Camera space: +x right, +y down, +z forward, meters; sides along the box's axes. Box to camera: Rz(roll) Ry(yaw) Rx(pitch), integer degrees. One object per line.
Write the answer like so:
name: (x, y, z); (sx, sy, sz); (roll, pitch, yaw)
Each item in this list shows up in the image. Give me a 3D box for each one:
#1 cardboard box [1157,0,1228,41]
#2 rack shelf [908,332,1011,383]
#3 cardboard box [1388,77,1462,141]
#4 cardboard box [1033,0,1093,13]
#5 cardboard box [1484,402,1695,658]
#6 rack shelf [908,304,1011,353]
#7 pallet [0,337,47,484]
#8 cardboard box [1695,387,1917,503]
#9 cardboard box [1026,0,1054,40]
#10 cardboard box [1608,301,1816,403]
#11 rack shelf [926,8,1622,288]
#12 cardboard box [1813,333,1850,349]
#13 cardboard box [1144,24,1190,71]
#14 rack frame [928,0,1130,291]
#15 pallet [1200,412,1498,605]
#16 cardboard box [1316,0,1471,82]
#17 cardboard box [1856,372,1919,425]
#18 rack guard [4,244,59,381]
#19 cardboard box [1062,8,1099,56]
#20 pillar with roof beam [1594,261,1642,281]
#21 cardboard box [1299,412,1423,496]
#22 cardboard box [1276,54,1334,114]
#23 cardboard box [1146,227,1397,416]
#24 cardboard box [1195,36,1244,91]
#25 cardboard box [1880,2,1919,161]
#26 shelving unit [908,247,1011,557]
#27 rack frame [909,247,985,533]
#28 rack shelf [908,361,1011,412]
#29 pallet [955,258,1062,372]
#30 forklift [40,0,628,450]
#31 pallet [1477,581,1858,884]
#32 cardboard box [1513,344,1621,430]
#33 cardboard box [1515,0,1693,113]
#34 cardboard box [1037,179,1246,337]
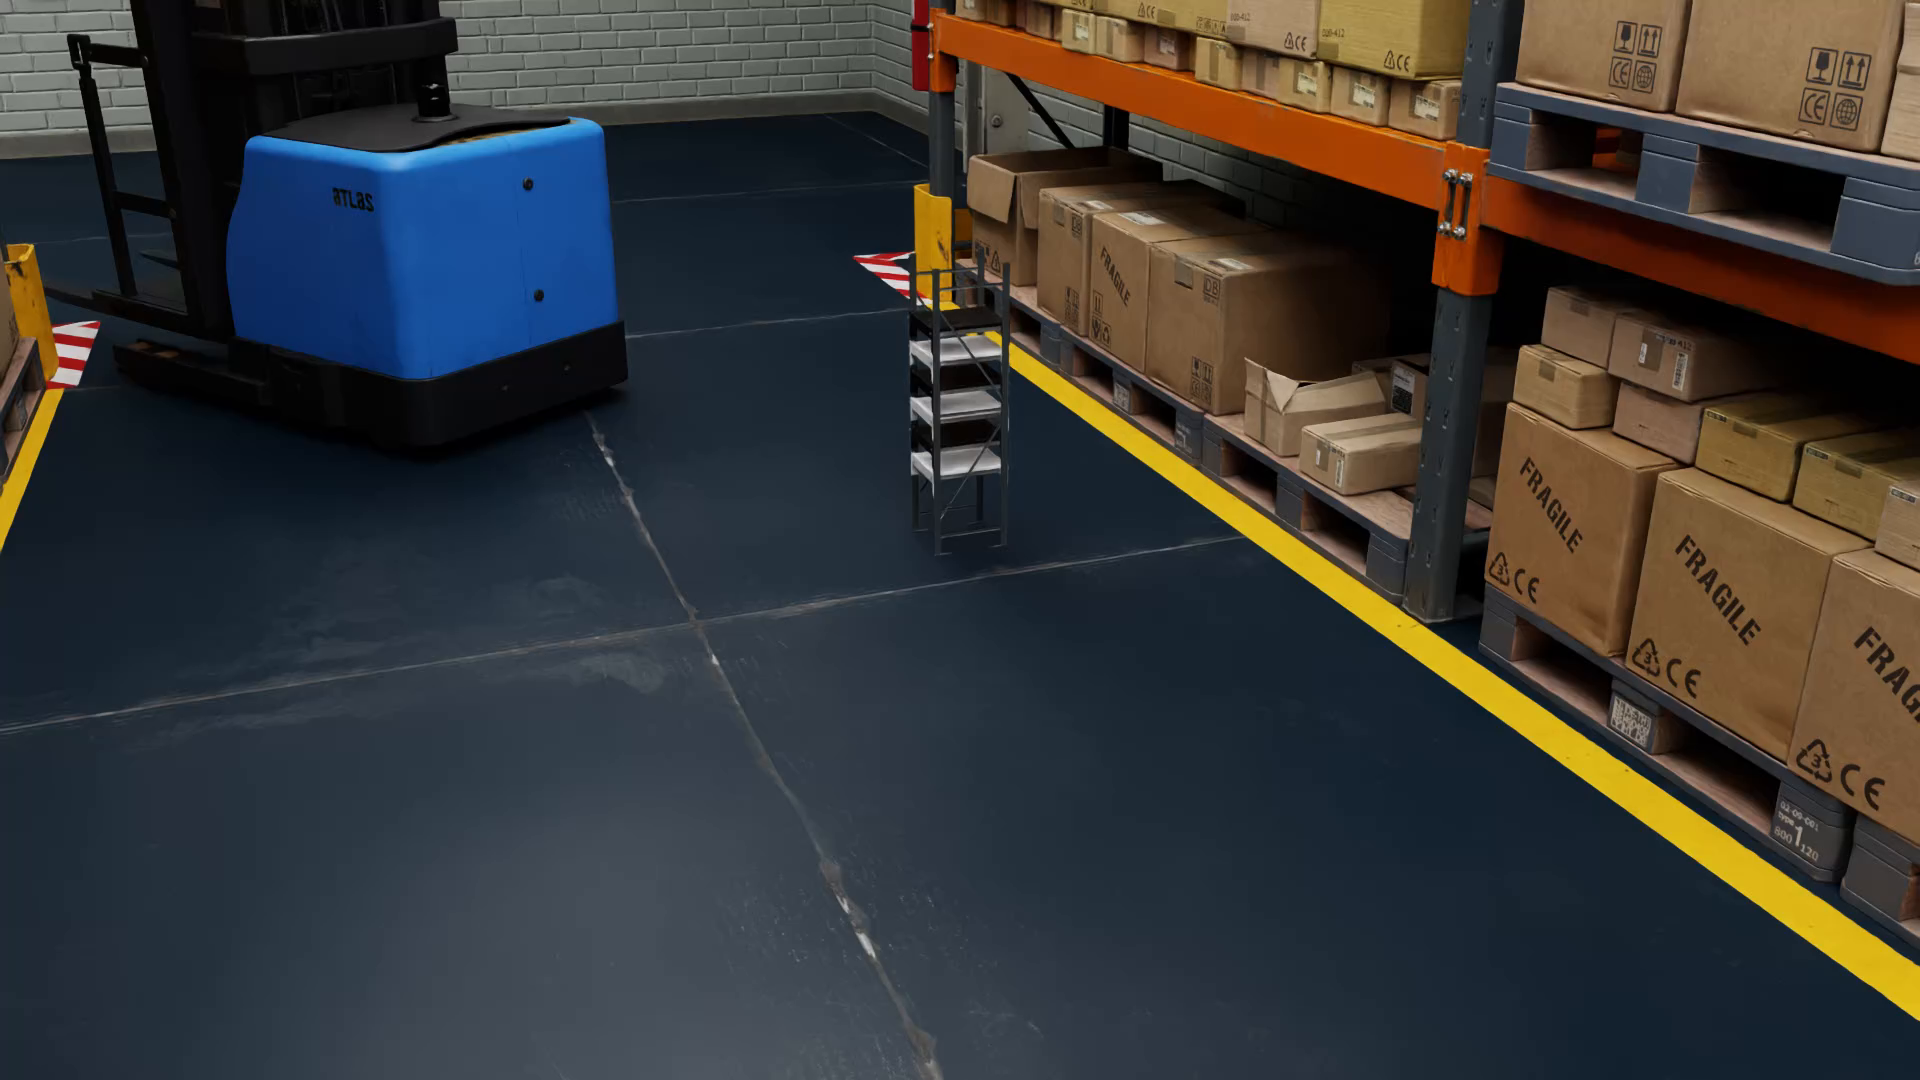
cardboard box: (0.992, -1.810, 5.493); (0.500, 0.250, 0.500); (-9, 24, -19)
rack shelf: (-0.003, -0.553, 5.025); (0.258, 0.077, 0.200); (-8, 24, -19)
cardboard box: (1.405, -1.193, 4.542); (0.380, 0.149, 0.250); (-8, 24, -18)
cardboard box: (0.610, -2.180, 6.371); (0.500, 0.250, 0.500); (-9, 24, -20)
cardboard box: (1.715, -0.063, 4.214); (0.500, 0.500, 0.500); (-7, 24, -17)
rack shelf: (-0.003, -0.636, 4.990); (0.258, 0.077, 0.200); (-8, 24, -19)
pallet: (-3.945, -0.434, 6.007); (1.003, 0.211, 1.213); (-8, 24, -19)
cardboard box: (1.904, -0.220, 3.751); (0.380, 0.149, 0.250); (-10, 25, -22)
cardboard box: (0.491, -2.131, 6.768); (0.380, 0.149, 0.250); (-8, 24, -17)
cardboard box: (1.769, -0.451, 3.916); (0.380, 0.149, 0.250); (-10, 25, -22)
rack shelf: (1.048, -1.623, 6.164); (1.077, 0.370, 4.000); (-8, 24, -19)
cardboard box: (2.154, -0.474, 4.355); (0.380, 0.149, 0.250); (-9, 25, -21)
cardboard box: (0.877, -1.756, 5.878); (0.380, 0.149, 0.250); (-8, 24, -19)
rack frame: (0.341, -2.681, 7.749); (1.000, 3.000, 0.127); (-8, 24, -19)
pallet: (1.513, -0.192, 5.434); (1.003, 0.211, 1.213); (-8, 24, -19)
cardboard box: (1.346, -1.447, 4.631); (0.500, 0.250, 0.500); (-8, 24, -18)
cardboard box: (2.346, -0.292, 3.923); (0.380, 0.149, 0.250); (-8, 24, -18)
rack guard: (-4.310, -0.855, 6.636); (1.175, 0.500, 0.348); (-8, 24, -19)
cardboard box: (0.609, -1.933, 6.298); (0.380, 0.149, 0.250); (-9, 24, -20)
pillar with roof beam: (-1.676, -3.778, 2.627); (9.100, 9.000, 0.400); (-8, 24, -19)
cardboard box: (1.283, -0.270, 5.157); (0.380, 0.149, 0.250); (-9, 25, -21)
cardboard box: (1.179, -1.376, 4.975); (0.380, 0.149, 0.250); (-8, 24, -18)
cardboard box: (1.101, -0.794, 5.950); (0.700, 0.500, 0.500); (-9, 25, -21)
cardboard box: (0.995, -1.564, 5.421); (0.380, 0.149, 0.250); (-9, 24, -20)
cardboard box: (1.886, -0.802, 2.922); (0.396, 0.266, 0.258); (-7, 24, -16)
shelving unit: (-0.003, -0.418, 5.082); (0.258, 0.900, 0.210); (-8, 24, -19)
rack frame: (-0.039, -0.455, 5.170); (0.240, 0.900, 0.006); (-8, 24, -19)
rack shelf: (-0.003, -0.470, 5.060); (0.258, 0.077, 0.200); (-8, 24, -19)
pallet: (0.651, -1.079, 7.538); (1.003, 0.211, 1.213); (-8, 24, -19)
forklift: (-2.819, -2.097, 6.452); (3.031, 2.935, 1.130); (15, 27, 31)
pallet: (2.077, 0.348, 4.153); (1.003, 0.211, 1.213); (-8, 24, -19)
cardboard box: (1.632, -0.401, 4.182); (0.380, 0.149, 0.250); (-7, 24, -16)
cardboard box: (1.716, -1.261, 3.710); (0.700, 0.500, 0.500); (-8, 24, -18)
cardboard box: (0.734, -1.171, 6.845); (0.700, 0.500, 0.500); (-7, 24, -17)
